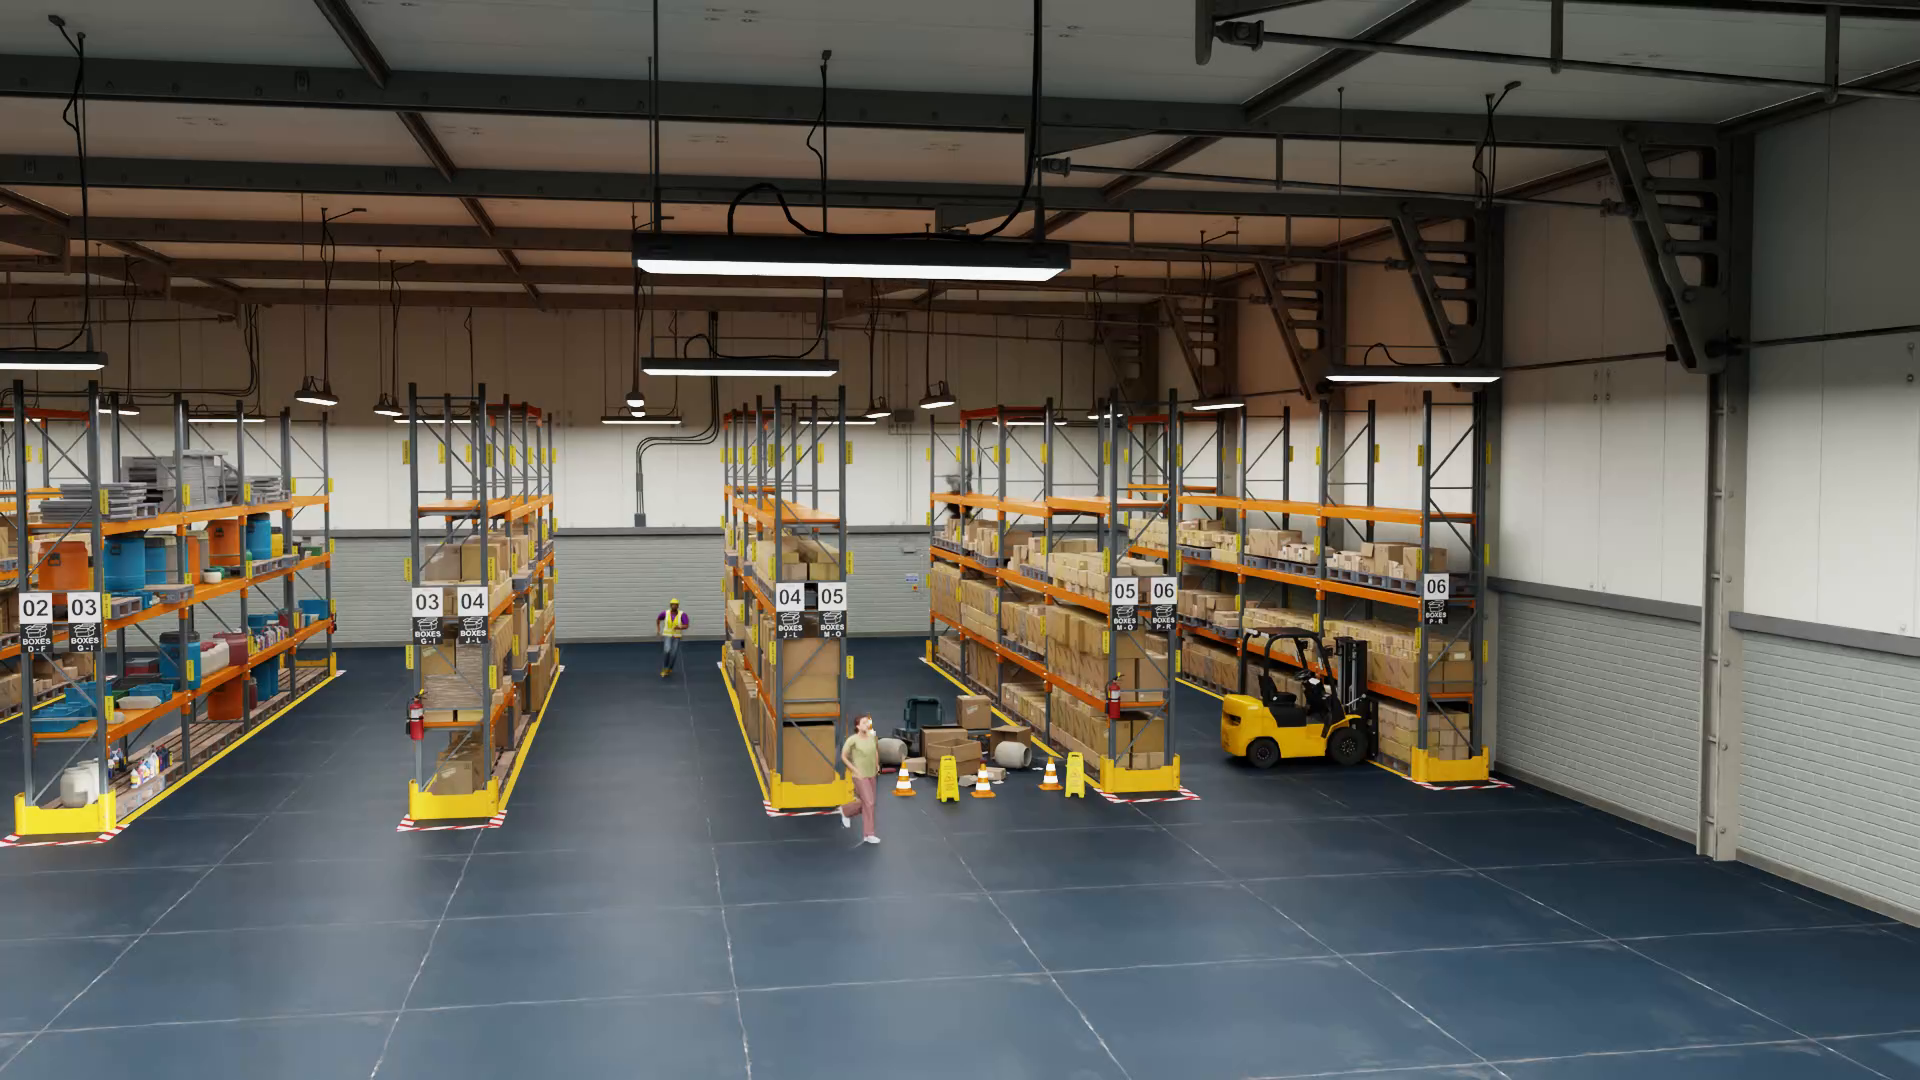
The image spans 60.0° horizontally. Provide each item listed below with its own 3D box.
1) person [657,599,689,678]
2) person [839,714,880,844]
[{"bbox_3d":[-6.518,2.220,37.786,0.702,1.780,0.668,-1,3,-14],"label":"person"},{"bbox_3d":[-1.303,3.072,21.612,0.765,1.658,0.577,3,4,45],"label":"person"}]
